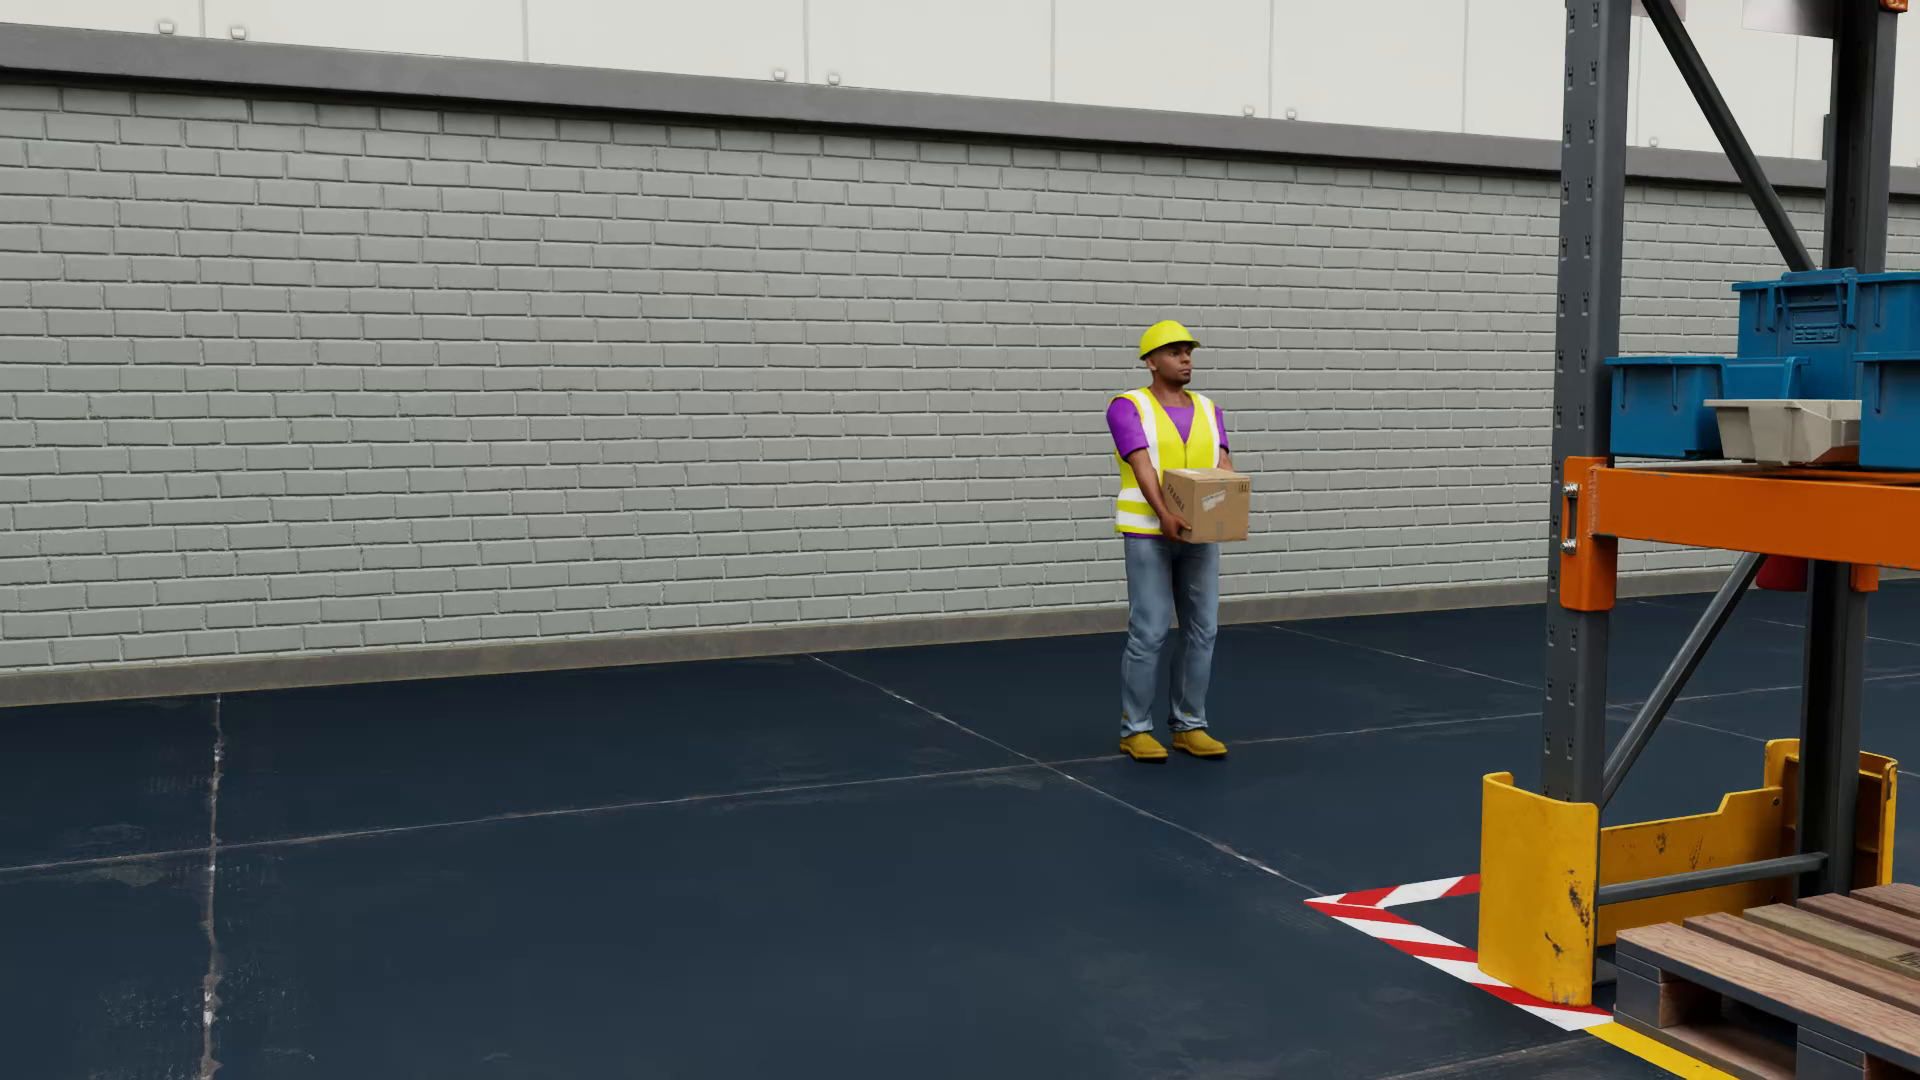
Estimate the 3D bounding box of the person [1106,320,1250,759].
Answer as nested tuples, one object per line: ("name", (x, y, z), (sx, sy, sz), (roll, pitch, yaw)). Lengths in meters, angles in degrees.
("person", (0.895, 0.000, 6.671), (0.502, 1.761, 0.587), (-2, 6, -23))
